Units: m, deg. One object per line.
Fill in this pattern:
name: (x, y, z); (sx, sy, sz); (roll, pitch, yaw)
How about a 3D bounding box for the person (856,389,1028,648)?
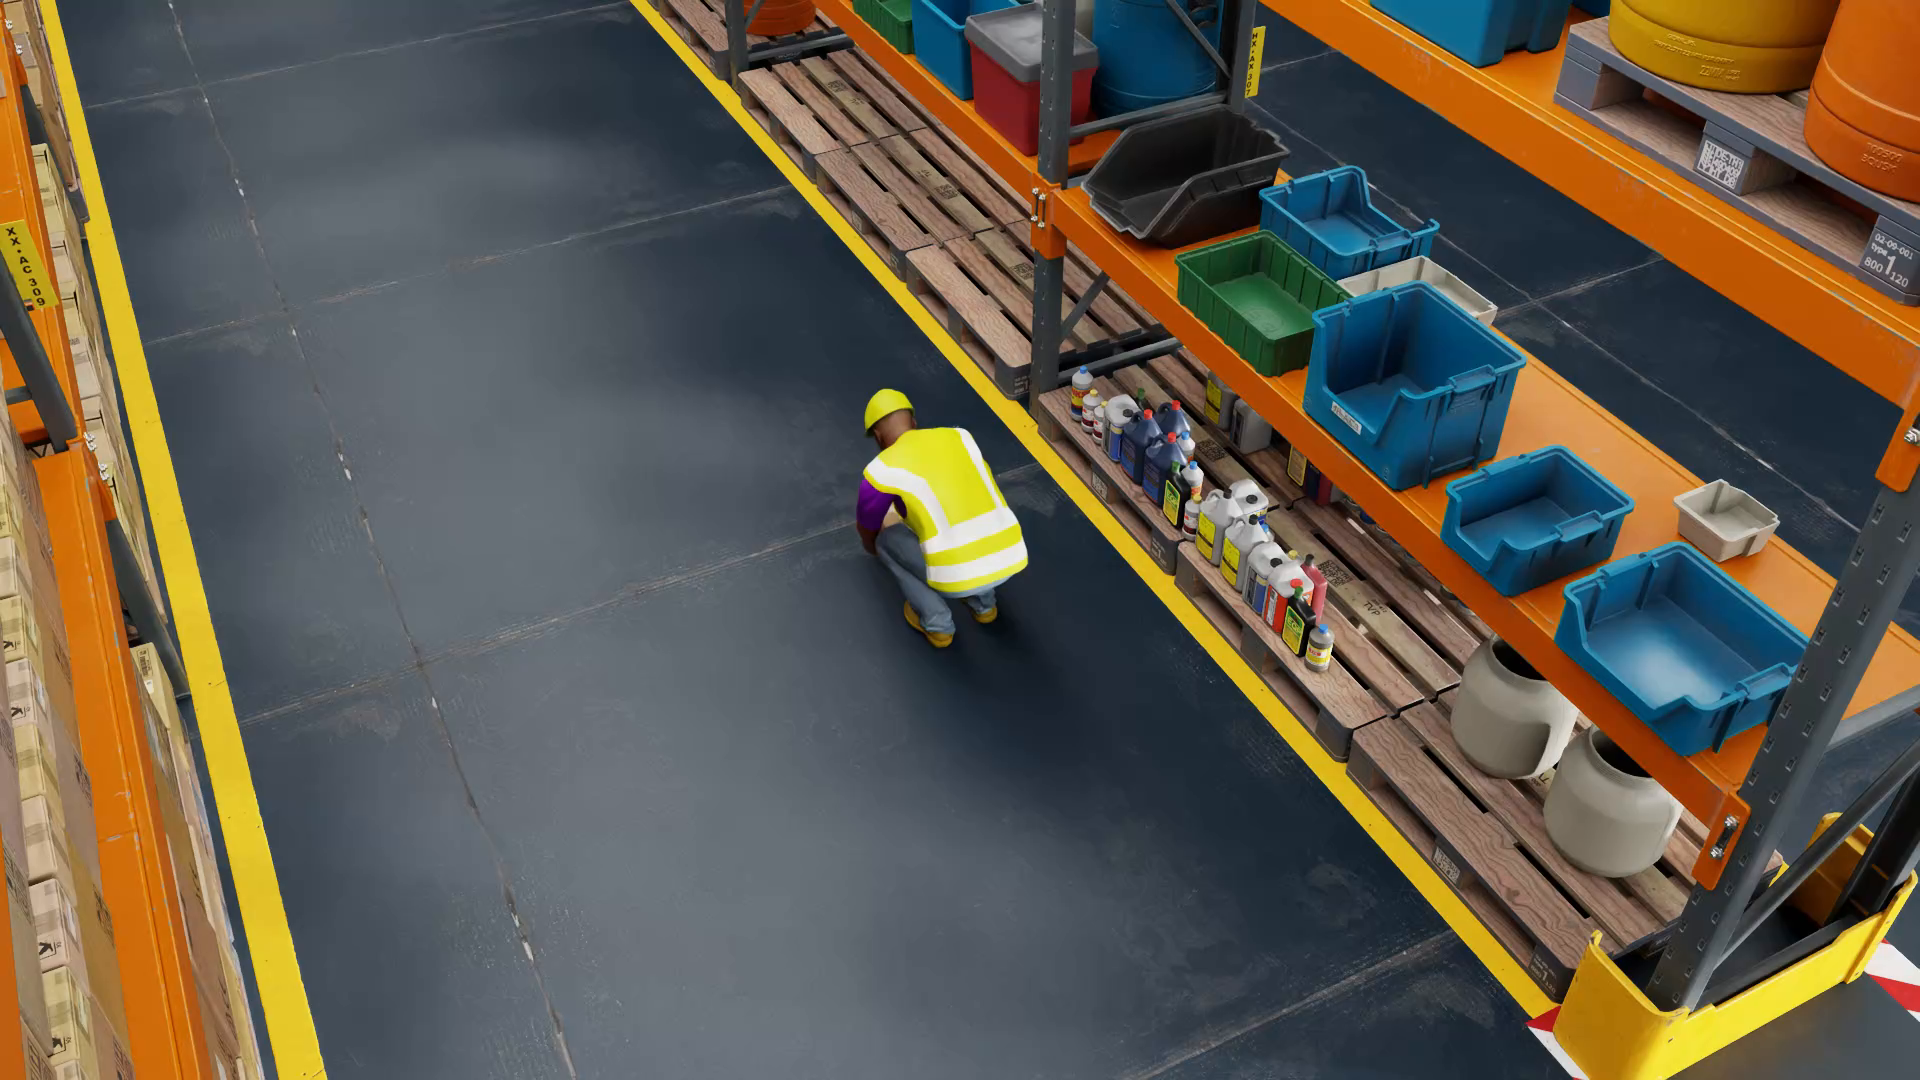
person: (-0.117, -0.075, 6.890); (0.561, 0.902, 0.896); (-18, 44, -20)
